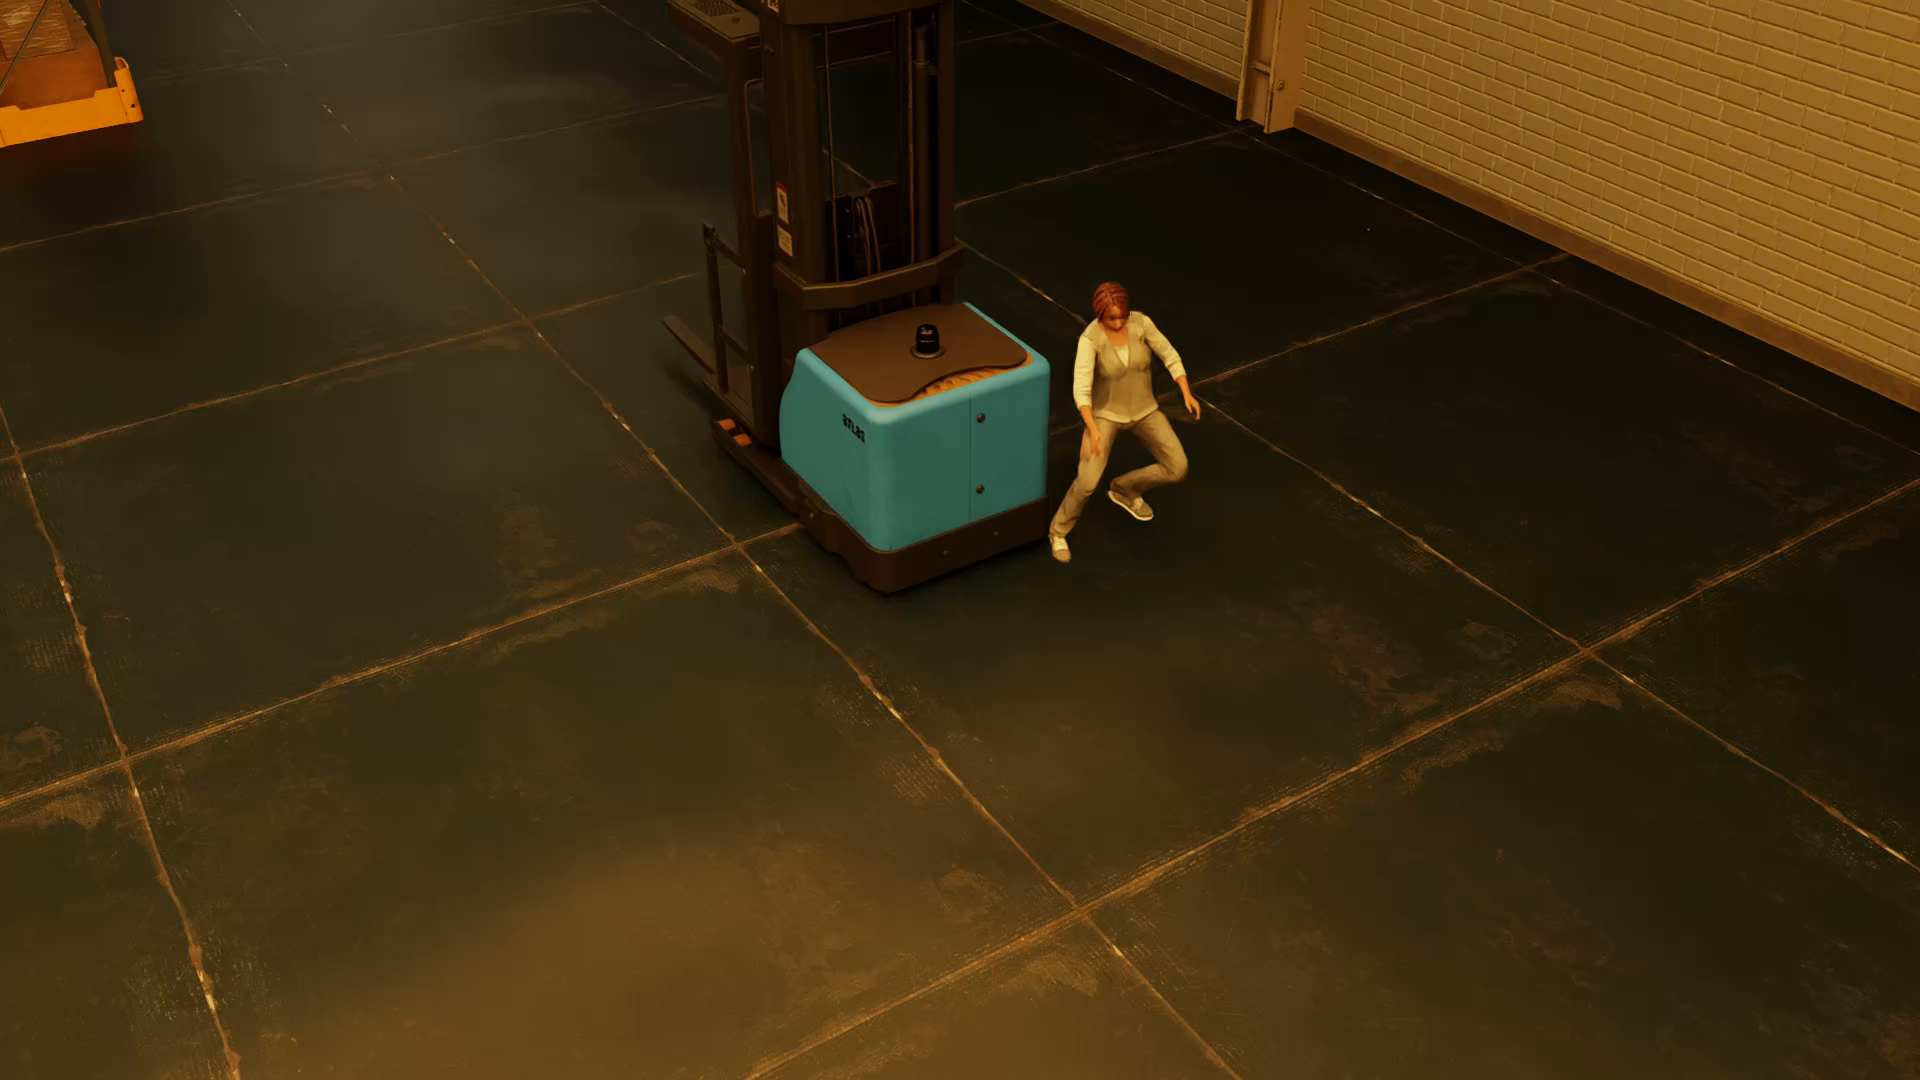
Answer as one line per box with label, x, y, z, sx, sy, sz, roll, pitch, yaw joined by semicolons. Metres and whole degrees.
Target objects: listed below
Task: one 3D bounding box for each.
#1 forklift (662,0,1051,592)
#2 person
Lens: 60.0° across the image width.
forklift;-0.752;-1.756;8.647;1.130;2.935;3.031;-20;40;-26
person;0.819;-0.555;8.274;0.719;1.453;0.651;-8;36;-11
